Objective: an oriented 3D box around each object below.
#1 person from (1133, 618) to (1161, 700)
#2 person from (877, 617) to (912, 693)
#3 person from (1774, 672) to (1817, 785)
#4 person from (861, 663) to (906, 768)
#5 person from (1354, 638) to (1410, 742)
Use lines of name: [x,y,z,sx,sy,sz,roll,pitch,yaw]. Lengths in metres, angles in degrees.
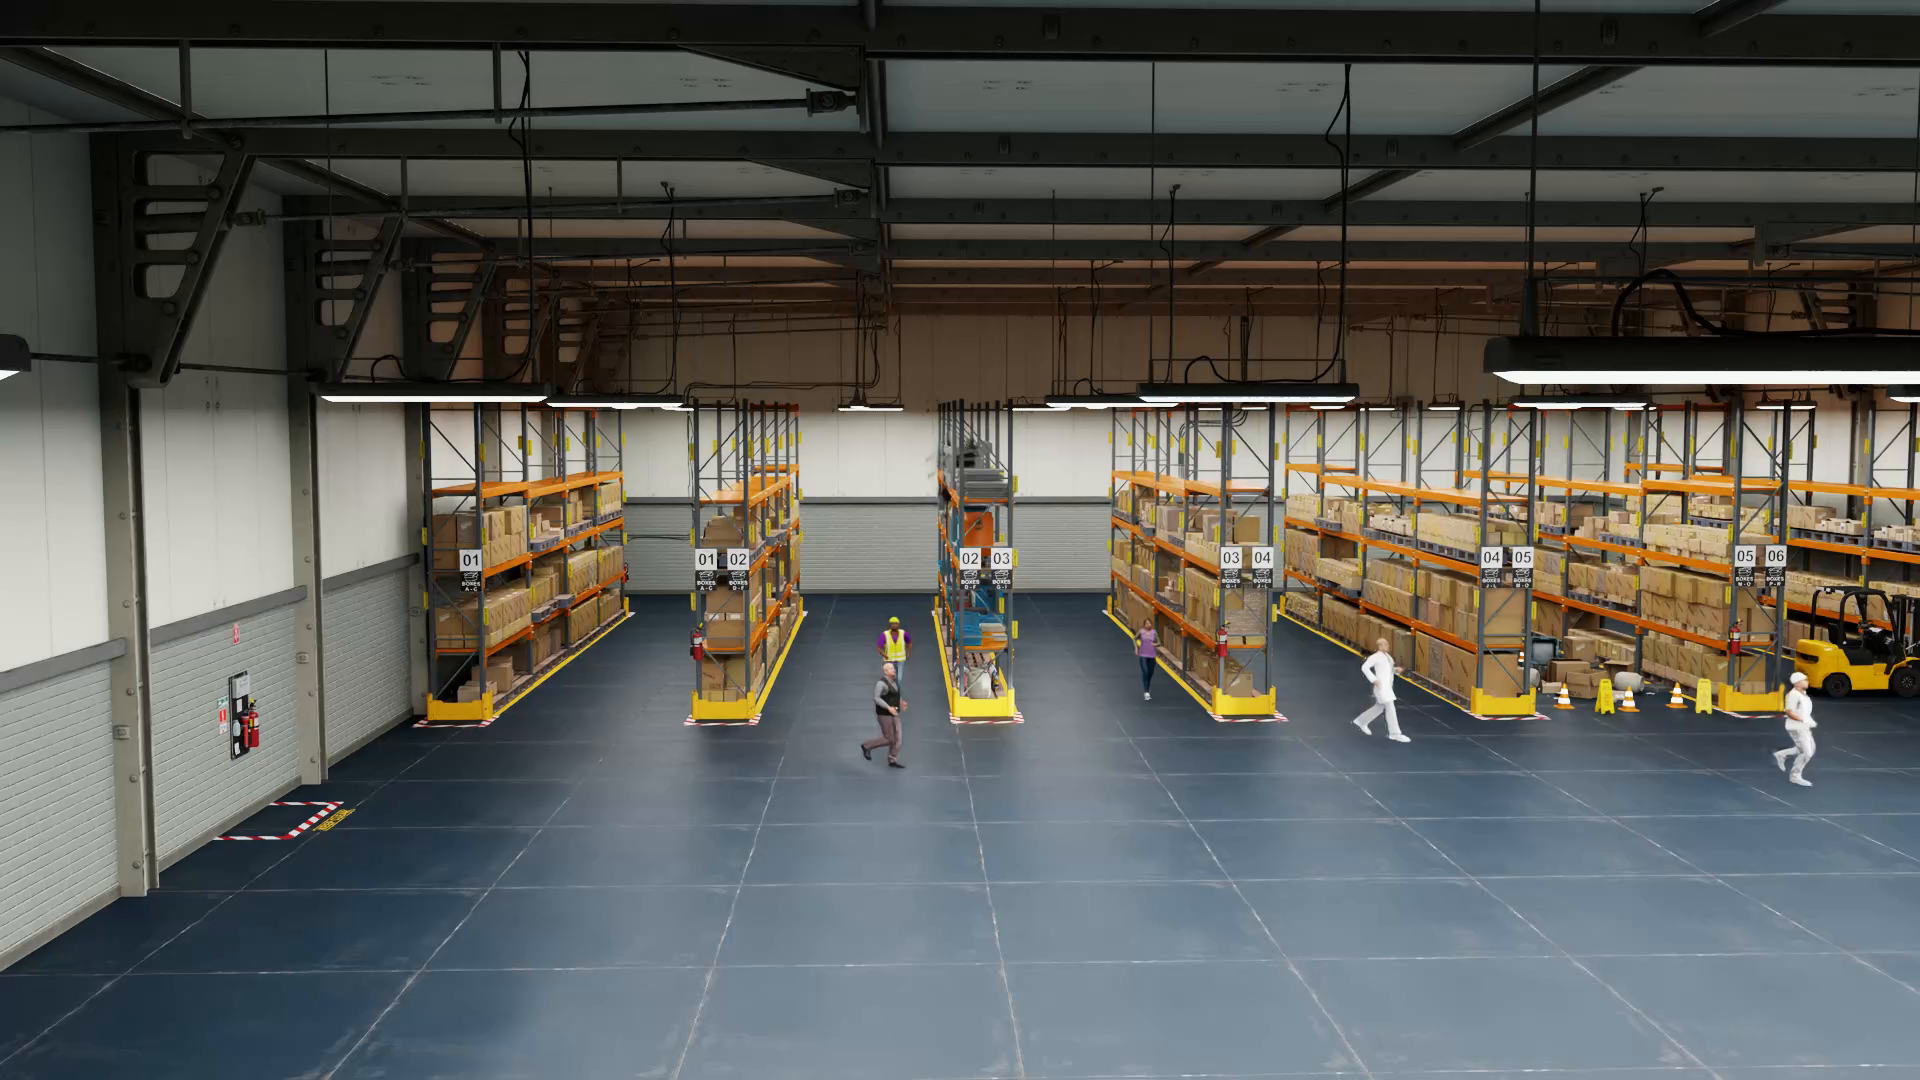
person: [3.772,2.366,33.500,0.531,1.580,0.883,0,4,-5]
person: [-1.283,2.380,32.685,0.708,1.760,0.854,-1,4,-8]
person: [12.950,2.908,25.750,0.627,1.740,0.718,3,5,36]
person: [-1.208,2.839,26.999,0.723,1.710,0.667,2,5,26]
person: [7.391,2.597,29.082,1.052,1.765,0.695,3,5,32]
